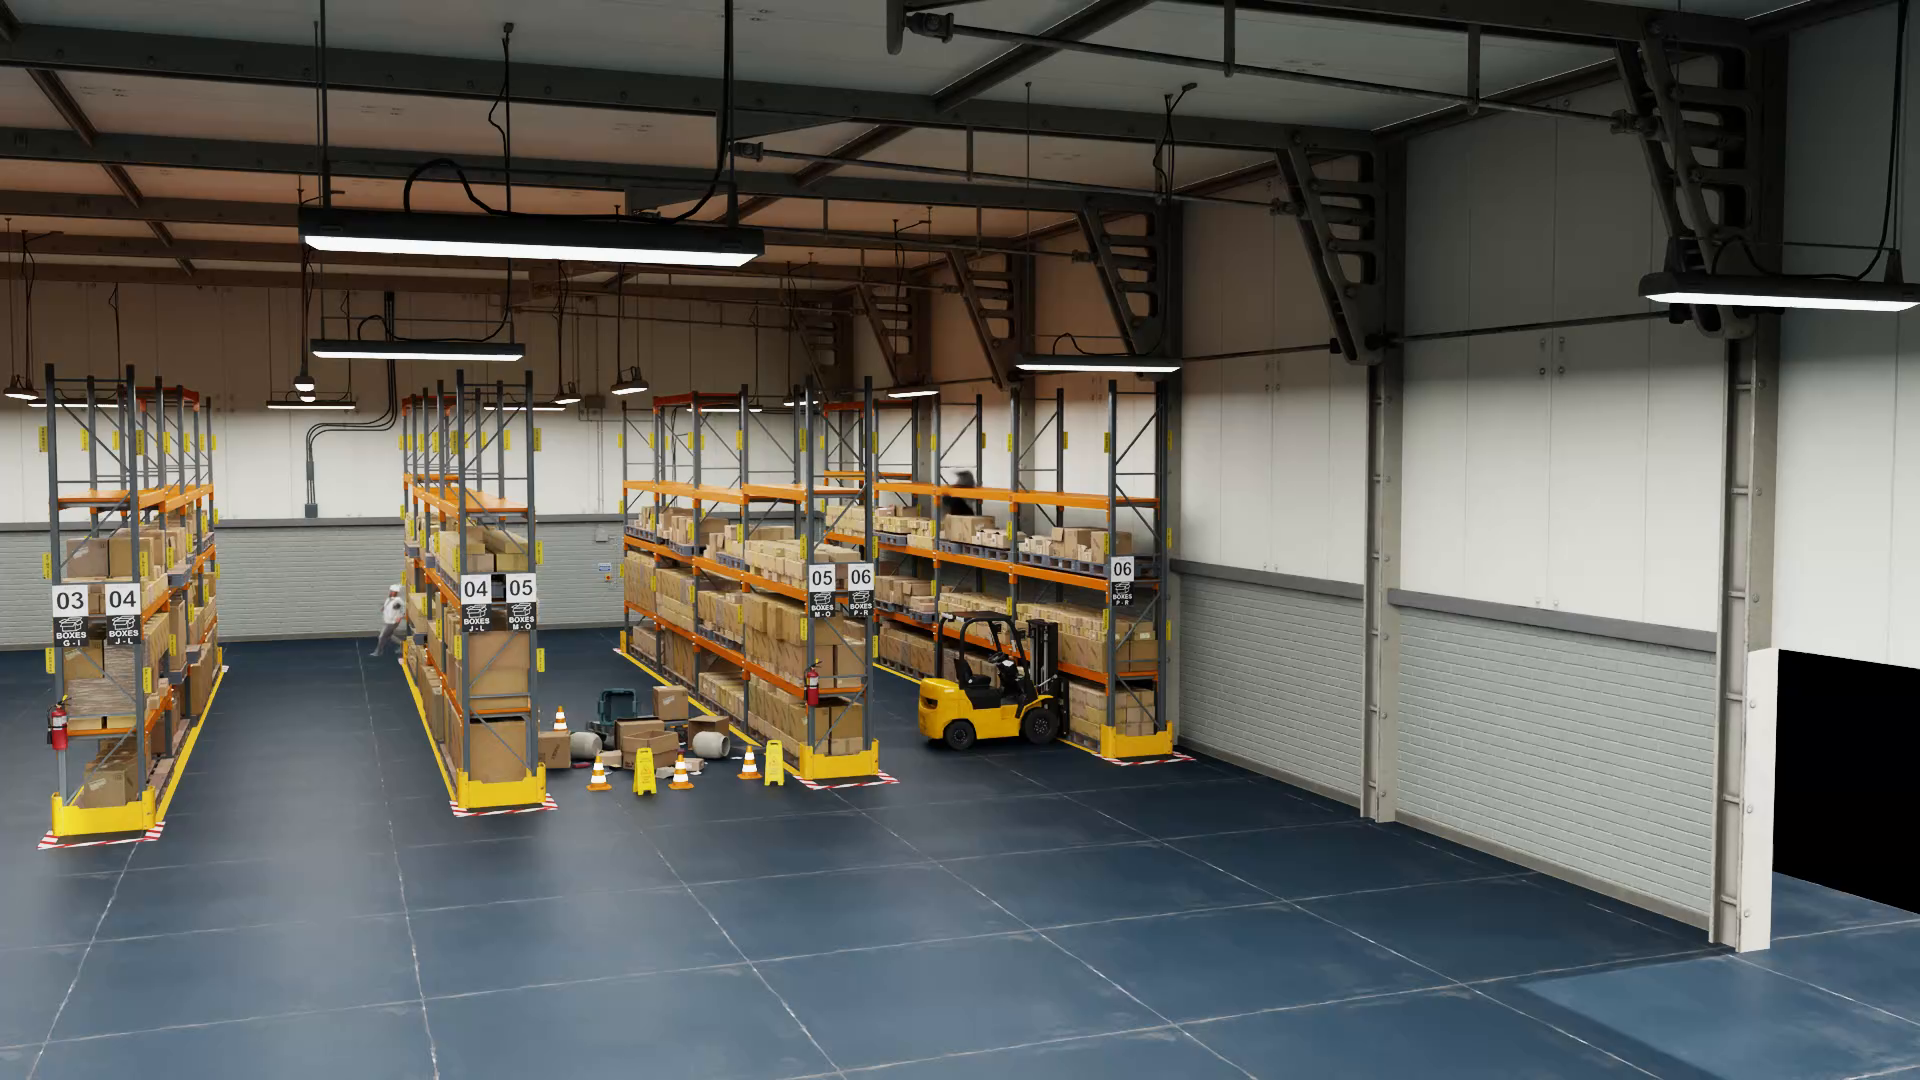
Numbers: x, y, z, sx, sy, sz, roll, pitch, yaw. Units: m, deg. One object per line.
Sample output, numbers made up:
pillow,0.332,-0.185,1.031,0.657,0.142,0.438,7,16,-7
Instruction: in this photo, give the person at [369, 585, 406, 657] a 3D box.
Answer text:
person,-13.292,1.873,38.781,0.847,1.686,0.703,-2,4,-33
